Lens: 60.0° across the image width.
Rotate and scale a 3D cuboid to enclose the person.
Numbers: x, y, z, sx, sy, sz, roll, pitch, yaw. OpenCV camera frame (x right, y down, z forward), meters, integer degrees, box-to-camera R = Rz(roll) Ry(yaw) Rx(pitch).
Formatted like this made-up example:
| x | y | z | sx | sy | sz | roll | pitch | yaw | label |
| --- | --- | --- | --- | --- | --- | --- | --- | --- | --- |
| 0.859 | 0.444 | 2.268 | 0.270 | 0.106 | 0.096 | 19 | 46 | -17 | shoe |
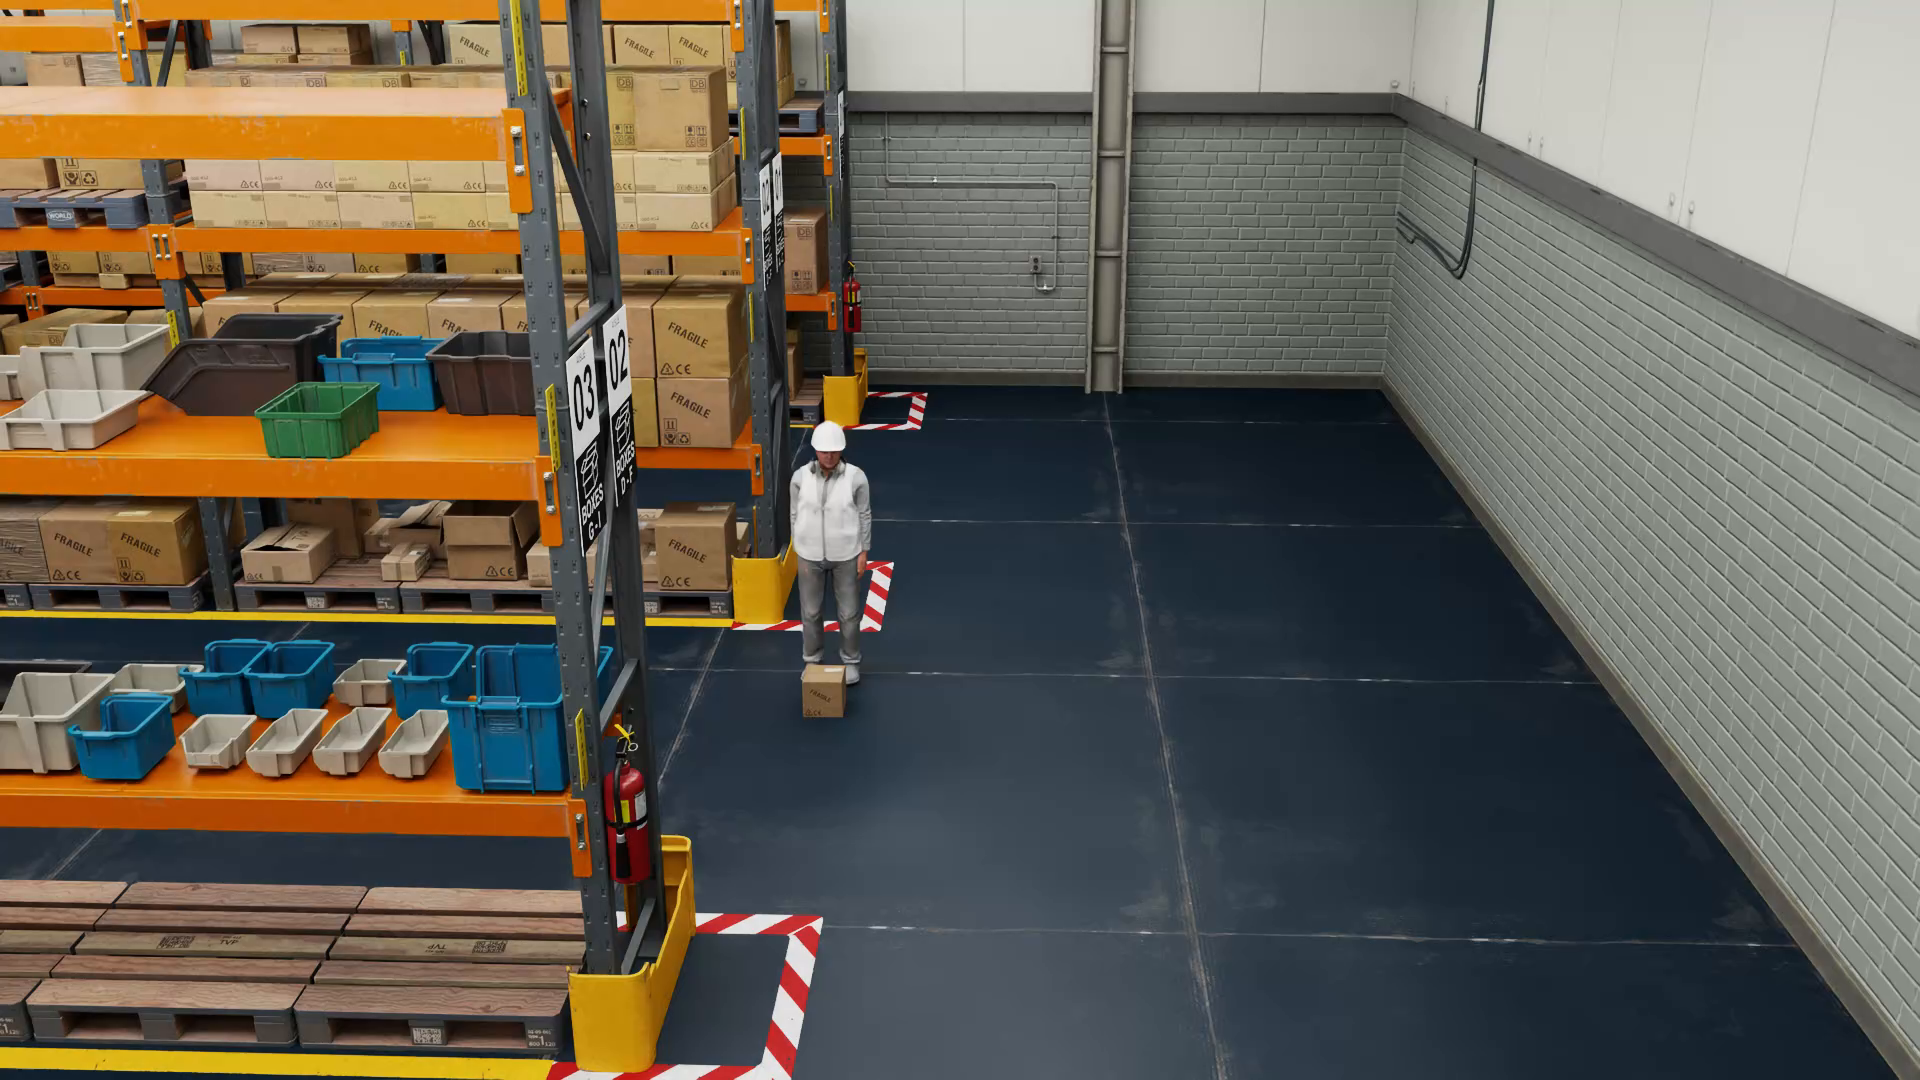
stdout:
| x | y | z | sx | sy | sz | roll | pitch | yaw | label |
| --- | --- | --- | --- | --- | --- | --- | --- | --- | --- |
| -0.837 | 0.084 | 10.827 | 0.532 | 1.766 | 0.360 | 1 | 21 | 3 | person |
